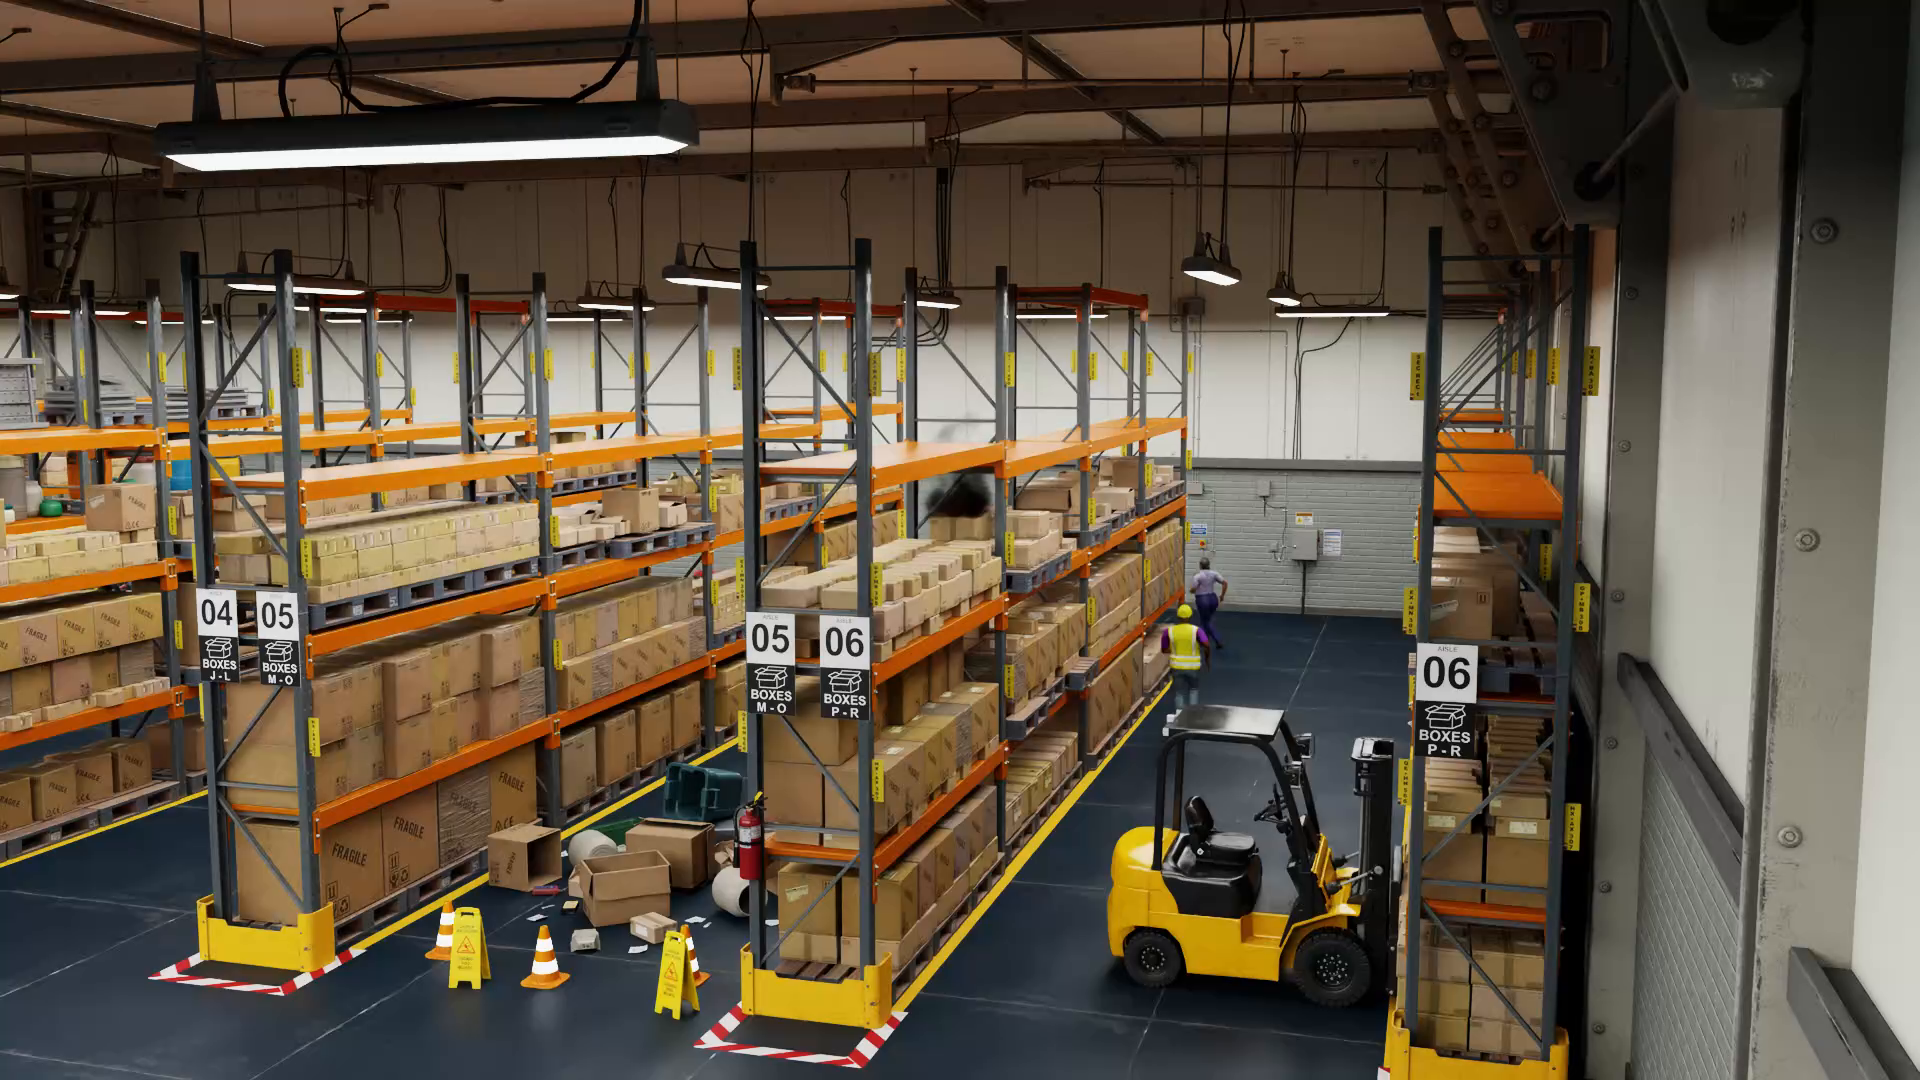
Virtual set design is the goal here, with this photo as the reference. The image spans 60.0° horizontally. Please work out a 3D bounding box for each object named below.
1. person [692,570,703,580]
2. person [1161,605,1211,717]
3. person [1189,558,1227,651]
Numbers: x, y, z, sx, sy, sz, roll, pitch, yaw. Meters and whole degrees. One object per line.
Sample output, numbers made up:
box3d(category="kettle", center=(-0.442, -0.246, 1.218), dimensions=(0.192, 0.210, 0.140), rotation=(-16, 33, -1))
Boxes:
box3d(category="person", center=(-4.099, 1.367, 26.085), dimensions=(0.635, 1.779, 0.637), rotation=(2, 7, 17))
box3d(category="person", center=(3.094, 1.745, 22.787), dimensions=(0.676, 1.752, 0.681), rotation=(1, 6, 9))
box3d(category="person", center=(4.245, 1.118, 28.918), dimensions=(0.609, 1.646, 0.839), rotation=(-3, 7, -27))
